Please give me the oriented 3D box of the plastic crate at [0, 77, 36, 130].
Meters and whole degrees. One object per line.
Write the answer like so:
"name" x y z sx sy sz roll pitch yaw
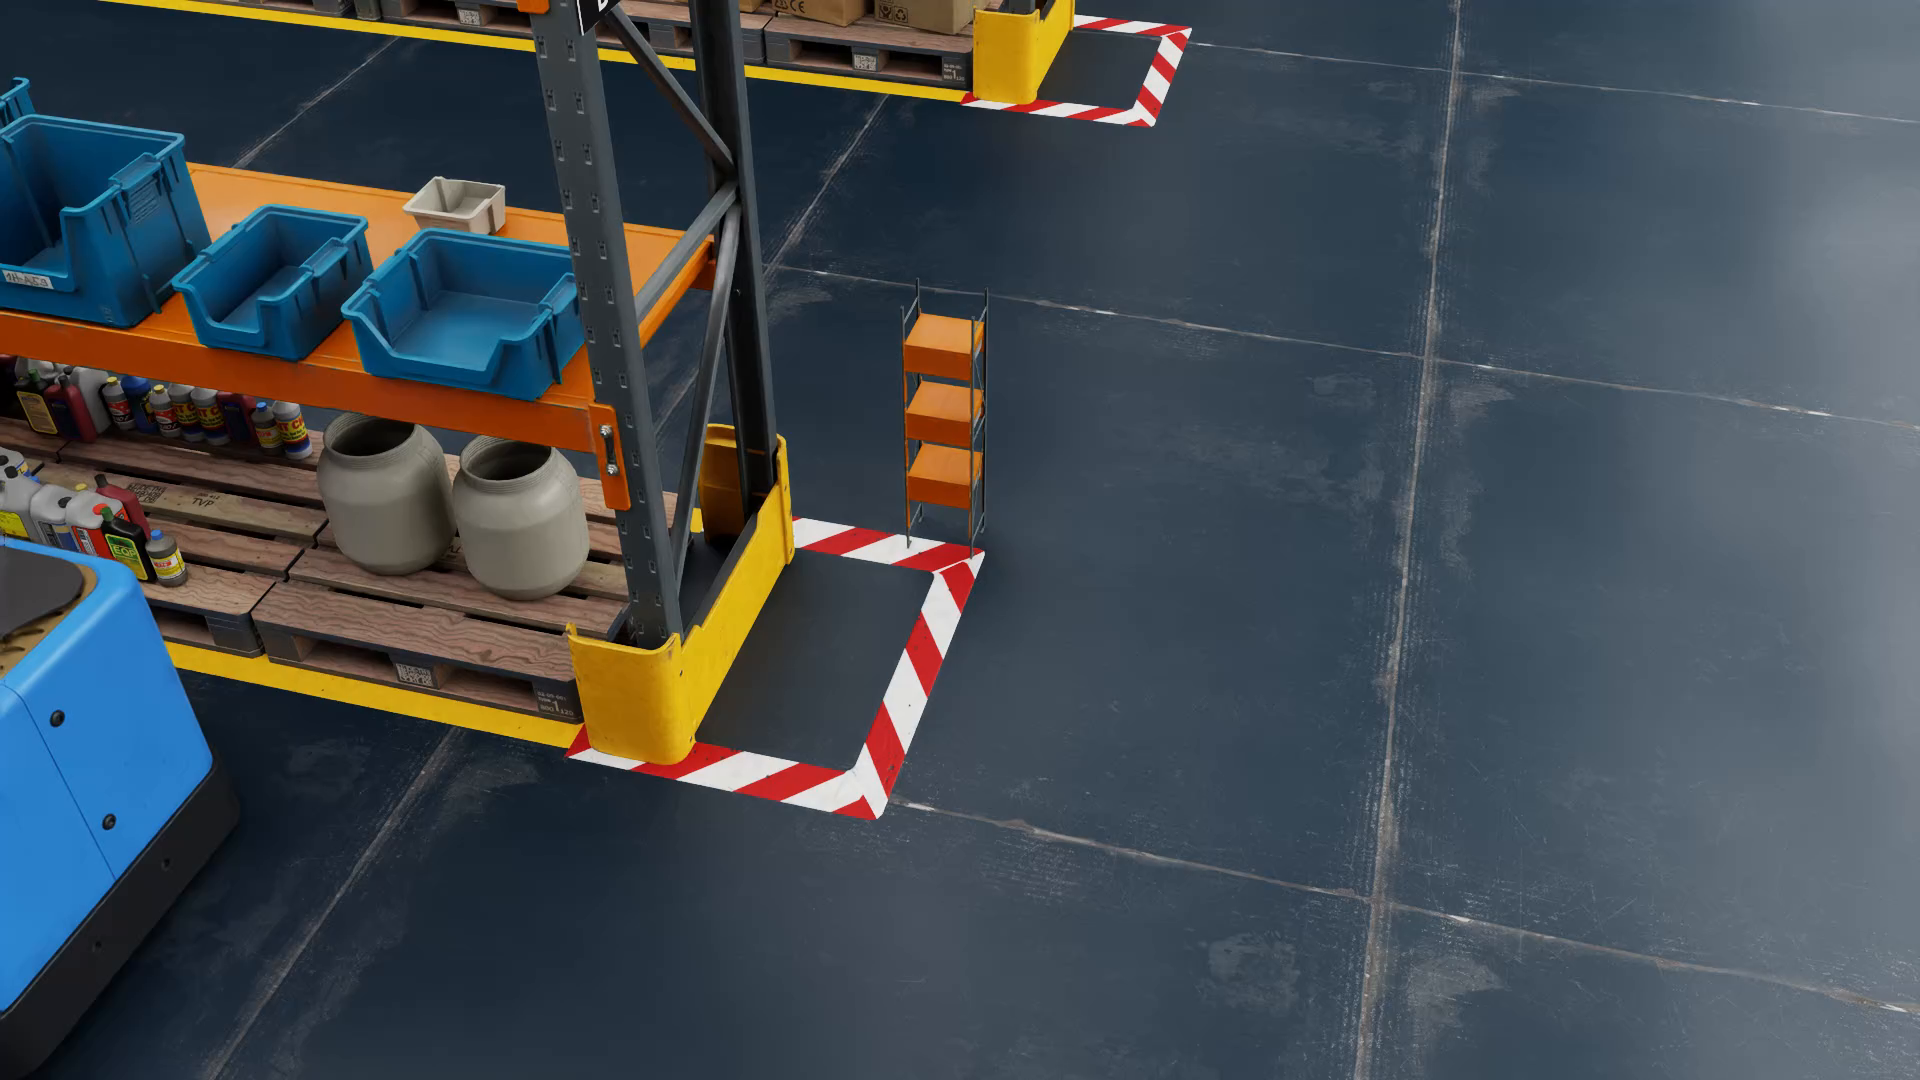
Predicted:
"plastic crate" -3.558 -1.410 5.712 0.616 0.251 0.499 10 41 11

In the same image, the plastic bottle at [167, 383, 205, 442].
"plastic bottle" -2.931 -0.510 6.304 0.097 0.271 0.097 0 40 0

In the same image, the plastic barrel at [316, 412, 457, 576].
"plastic barrel" -1.972 -0.171 5.729 0.421 0.512 0.421 0 40 0

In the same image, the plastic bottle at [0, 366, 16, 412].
"plastic bottle" -3.815 -0.677 6.441 0.185 0.351 0.144 8 41 9

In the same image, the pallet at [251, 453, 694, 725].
"pallet" -1.702 0.128 5.933 1.213 0.211 1.003 10 41 11

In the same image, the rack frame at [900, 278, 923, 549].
"rack frame" -0.169 -0.432 5.947 0.008 1.050 0.200 10 41 11

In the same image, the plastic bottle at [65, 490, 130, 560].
"plastic bottle" -2.957 -0.035 5.735 0.135 0.276 0.152 10 41 12

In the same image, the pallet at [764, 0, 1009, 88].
"pallet" -0.402 -2.997 9.654 1.213 0.211 1.003 10 41 11

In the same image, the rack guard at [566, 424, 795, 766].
"rack guard" -0.918 0.156 5.675 0.348 0.500 1.175 10 41 11

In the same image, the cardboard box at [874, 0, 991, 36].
"cardboard box" -0.151 -3.212 9.360 0.500 0.500 0.500 17 43 19

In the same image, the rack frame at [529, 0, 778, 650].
"rack frame" -0.833 -0.818 4.891 0.127 3.000 1.000 10 41 11

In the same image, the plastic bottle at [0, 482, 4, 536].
"plastic bottle" -3.431 -0.143 5.805 0.185 0.351 0.144 9 41 11

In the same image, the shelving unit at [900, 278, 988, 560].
"shelving unit" -0.052 -0.411 5.923 0.252 1.050 0.215 10 41 11

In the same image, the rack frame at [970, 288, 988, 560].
"rack frame" 0.066 -0.391 5.899 0.008 1.050 0.200 10 41 11

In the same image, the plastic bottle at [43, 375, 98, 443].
"plastic bottle" -3.374 -0.502 6.285 0.133 0.283 0.061 10 41 11

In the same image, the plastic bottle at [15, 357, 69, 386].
"plastic bottle" -3.503 -0.623 6.377 0.185 0.351 0.144 10 41 11

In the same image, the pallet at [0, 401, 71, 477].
"pallet" -4.059 -0.277 6.416 1.213 0.211 1.003 10 41 11

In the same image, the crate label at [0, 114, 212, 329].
"crate label" -2.681 -0.969 5.044 0.616 0.435 0.502 10 41 11

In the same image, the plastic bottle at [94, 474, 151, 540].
"plastic bottle" -2.930 -0.104 5.811 0.133 0.283 0.061 10 41 11

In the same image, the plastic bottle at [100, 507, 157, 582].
"plastic bottle" -2.838 0.013 5.672 0.133 0.283 0.061 11 41 12

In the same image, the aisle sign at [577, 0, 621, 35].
"aisle sign" -0.840 -1.617 3.821 0.004 0.787 0.394 10 41 11

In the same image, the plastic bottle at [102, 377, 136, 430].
"plastic bottle" -3.226 -0.534 6.387 0.097 0.201 0.097 0 40 0

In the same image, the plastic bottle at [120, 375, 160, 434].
"plastic bottle" -3.127 -0.544 6.344 0.097 0.271 0.097 0 40 0

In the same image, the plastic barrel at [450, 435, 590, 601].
"plastic barrel" -1.488 -0.088 5.630 0.421 0.512 0.421 0 40 0

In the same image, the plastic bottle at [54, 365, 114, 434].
"plastic bottle" -3.347 -0.565 6.366 0.135 0.276 0.152 10 41 12

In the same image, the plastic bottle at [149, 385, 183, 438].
"plastic bottle" -3.027 -0.500 6.346 0.097 0.201 0.097 0 40 0

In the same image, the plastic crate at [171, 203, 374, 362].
"plastic crate" -2.019 -0.769 4.949 0.408 0.251 0.499 10 41 11

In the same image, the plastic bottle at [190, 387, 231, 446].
"plastic bottle" -2.835 -0.493 6.284 0.097 0.271 0.097 0 40 0

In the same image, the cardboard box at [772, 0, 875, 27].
"cardboard box" -0.738 -3.291 9.453 0.500 0.500 0.500 20 44 23

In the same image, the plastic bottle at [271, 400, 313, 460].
"plastic bottle" -2.504 -0.436 6.216 0.097 0.271 0.097 0 40 0

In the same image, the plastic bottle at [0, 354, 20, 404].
"plastic bottle" -3.647 -0.650 6.461 0.133 0.283 0.061 12 42 14

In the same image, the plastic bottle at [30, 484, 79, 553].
"plastic bottle" -3.091 -0.058 5.762 0.135 0.276 0.152 9 41 10

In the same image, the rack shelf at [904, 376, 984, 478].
"rack shelf" -0.052 -0.403 5.930 0.240 0.259 0.215 10 41 11

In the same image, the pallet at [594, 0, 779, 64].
"pallet" -1.576 -3.201 9.897 1.213 0.211 1.003 10 41 11

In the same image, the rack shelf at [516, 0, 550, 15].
"rack shelf" -2.765 -2.023 4.554 4.000 0.370 1.077 10 41 11

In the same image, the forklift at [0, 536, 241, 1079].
"forklift" -3.793 -0.203 4.213 3.031 2.935 1.130 11 41 12

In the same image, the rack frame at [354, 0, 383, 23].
"rack frame" -3.417 -4.560 9.347 0.127 3.000 1.000 10 41 11

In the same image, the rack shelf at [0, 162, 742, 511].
"rack shelf" -2.765 -0.875 5.518 4.000 0.370 1.077 10 41 11

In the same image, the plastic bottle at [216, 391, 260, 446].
"plastic bottle" -2.718 -0.490 6.271 0.133 0.283 0.061 10 41 12

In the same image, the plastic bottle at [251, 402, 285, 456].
"plastic bottle" -2.604 -0.427 6.259 0.097 0.201 0.097 0 40 0

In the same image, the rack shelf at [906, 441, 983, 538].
"rack shelf" -0.052 -0.190 6.109 0.240 0.259 0.215 10 41 11

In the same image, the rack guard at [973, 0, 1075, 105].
"rack guard" 0.374 -2.950 9.374 0.348 0.500 1.175 10 41 11

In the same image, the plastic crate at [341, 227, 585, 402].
"plastic crate" -1.394 -0.658 4.817 0.616 0.251 0.499 10 41 11

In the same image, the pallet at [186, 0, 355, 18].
"pallet" -4.169 -3.620 10.397 1.213 0.211 1.003 10 41 11

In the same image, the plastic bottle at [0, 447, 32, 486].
"plastic bottle" -3.417 -0.210 5.944 0.135 0.276 0.152 10 41 11

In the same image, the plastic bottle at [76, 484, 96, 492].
"plastic bottle" -3.076 -0.110 5.882 0.097 0.201 0.097 0 40 0

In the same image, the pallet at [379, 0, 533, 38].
"pallet" -2.759 -3.402 10.137 1.213 0.211 1.003 10 41 11

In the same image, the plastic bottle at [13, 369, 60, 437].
"plastic bottle" -3.504 -0.529 6.318 0.133 0.283 0.061 10 41 11

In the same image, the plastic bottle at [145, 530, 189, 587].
"plastic bottle" -2.720 0.053 5.689 0.097 0.201 0.097 0 40 0

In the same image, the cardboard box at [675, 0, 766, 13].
"cardboard box" -1.338 -3.406 9.591 0.500 0.500 0.500 13 42 15

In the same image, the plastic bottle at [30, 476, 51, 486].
"plastic bottle" -3.263 -0.137 5.914 0.097 0.201 0.097 0 40 0

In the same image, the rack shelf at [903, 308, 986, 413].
"rack shelf" -0.052 -0.621 5.748 0.240 0.259 0.215 10 41 11

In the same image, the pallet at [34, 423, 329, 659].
"pallet" -2.877 -0.076 6.176 1.213 0.211 1.003 10 41 11

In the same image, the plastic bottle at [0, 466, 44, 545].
"plastic bottle" -3.252 -0.112 5.768 0.185 0.351 0.144 11 41 13

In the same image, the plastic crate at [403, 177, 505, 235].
"plastic crate" -1.614 -1.065 5.391 0.250 0.136 0.298 10 41 11

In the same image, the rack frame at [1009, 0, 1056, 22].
"rack frame" 0.448 -3.895 8.555 0.127 3.000 1.000 10 41 11
